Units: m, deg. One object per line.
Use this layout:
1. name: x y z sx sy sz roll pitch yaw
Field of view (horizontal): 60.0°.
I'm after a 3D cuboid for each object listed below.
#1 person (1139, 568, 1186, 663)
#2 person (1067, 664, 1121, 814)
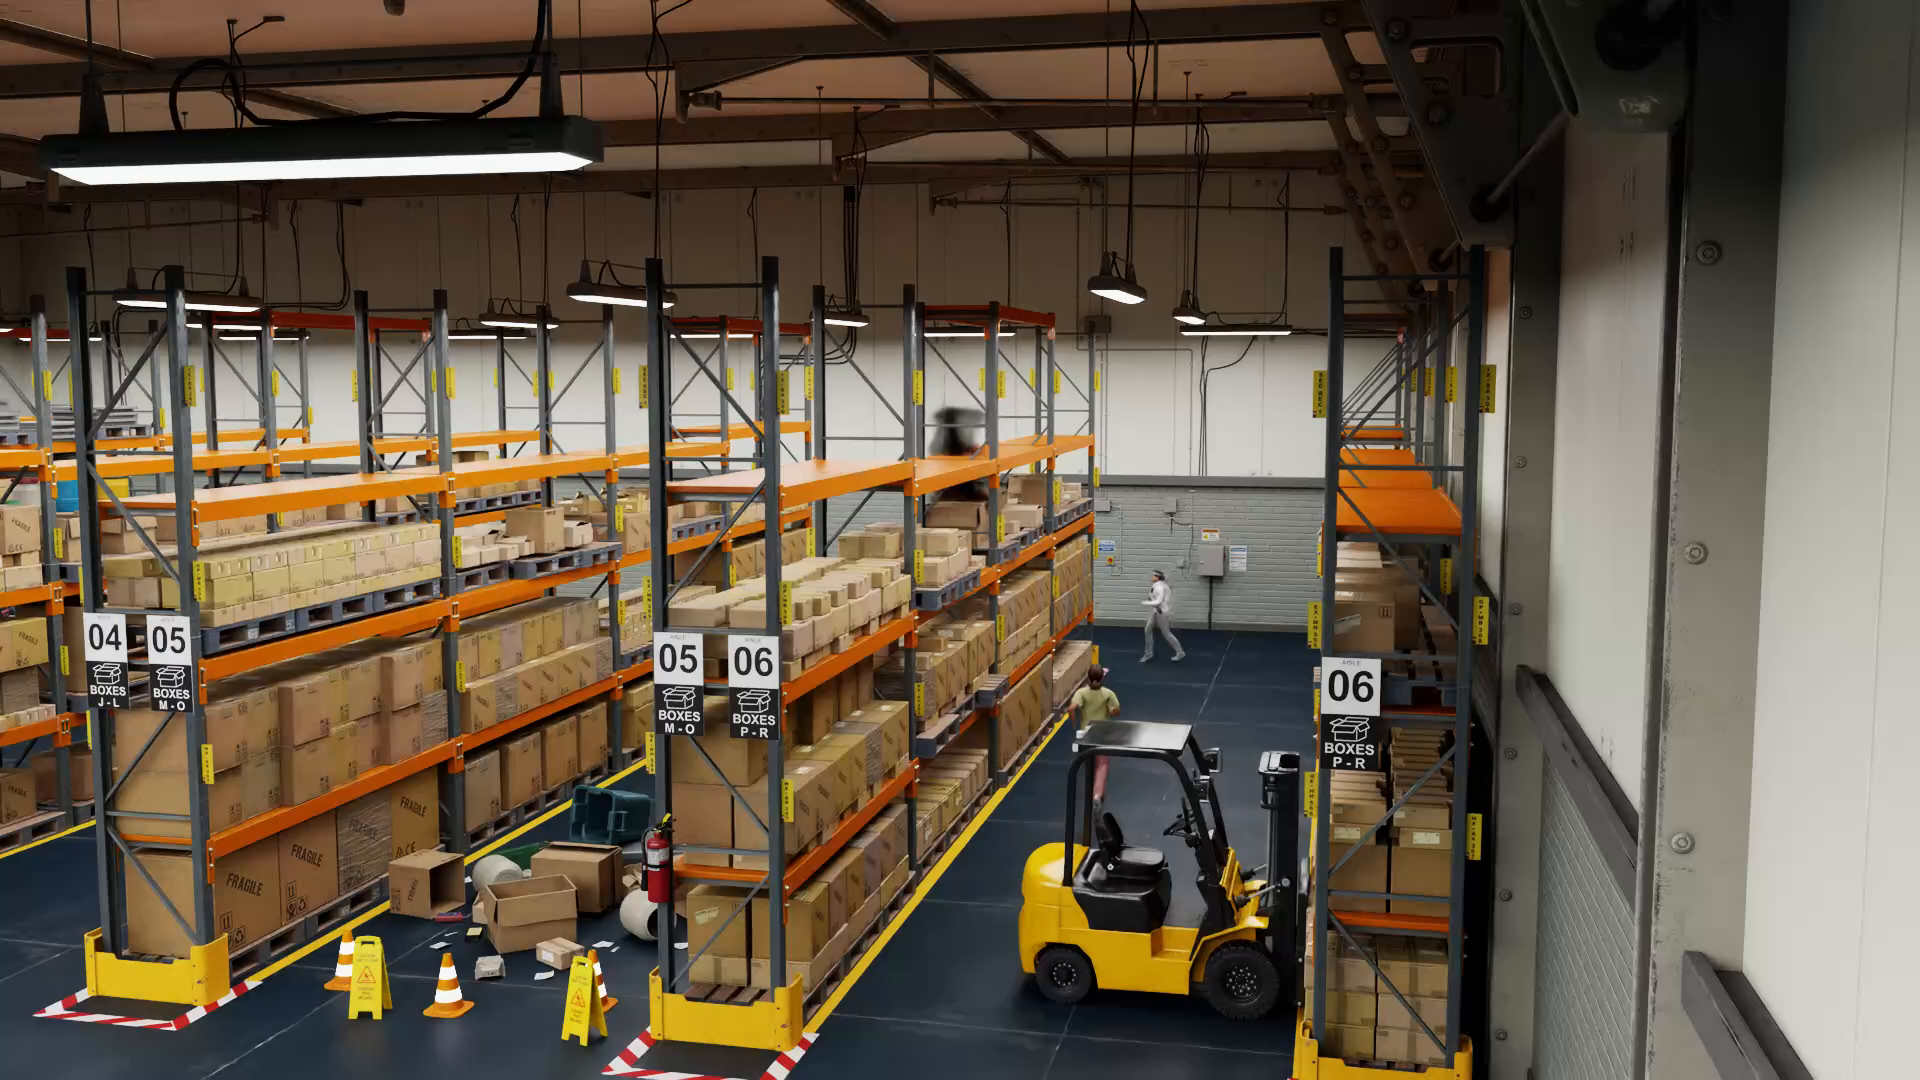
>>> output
1. person: 3.593 1.341 29.475 0.822 1.725 0.618 0 6 5
2. person: 1.512 2.198 18.621 0.584 1.659 0.839 1 6 10
